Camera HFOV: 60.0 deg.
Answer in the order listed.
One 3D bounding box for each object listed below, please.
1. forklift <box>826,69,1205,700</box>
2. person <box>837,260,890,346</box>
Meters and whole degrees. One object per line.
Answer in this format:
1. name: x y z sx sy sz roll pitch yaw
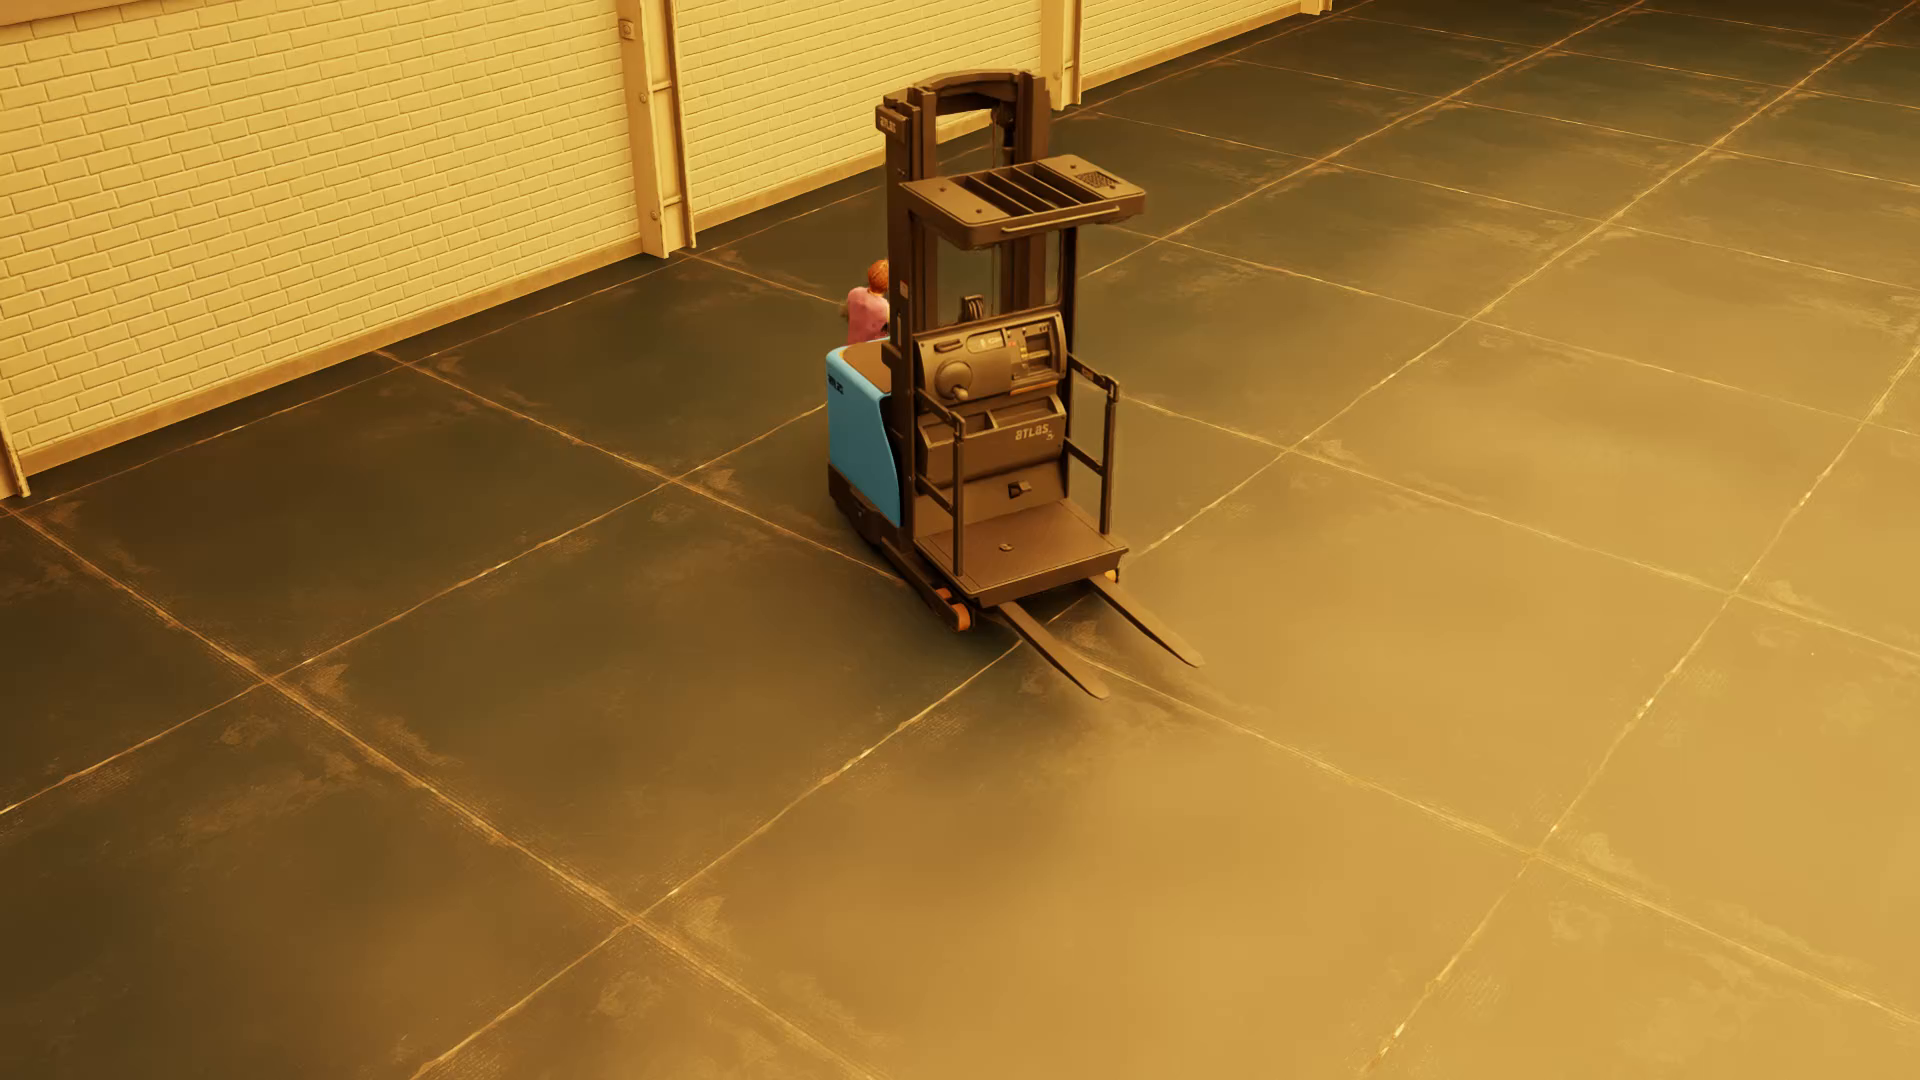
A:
1. forklift: 0.294 -0.996 9.299 1.130 2.935 3.031 -15 34 -25
2. person: -0.456 -1.268 11.318 0.765 1.428 0.682 23 37 34
